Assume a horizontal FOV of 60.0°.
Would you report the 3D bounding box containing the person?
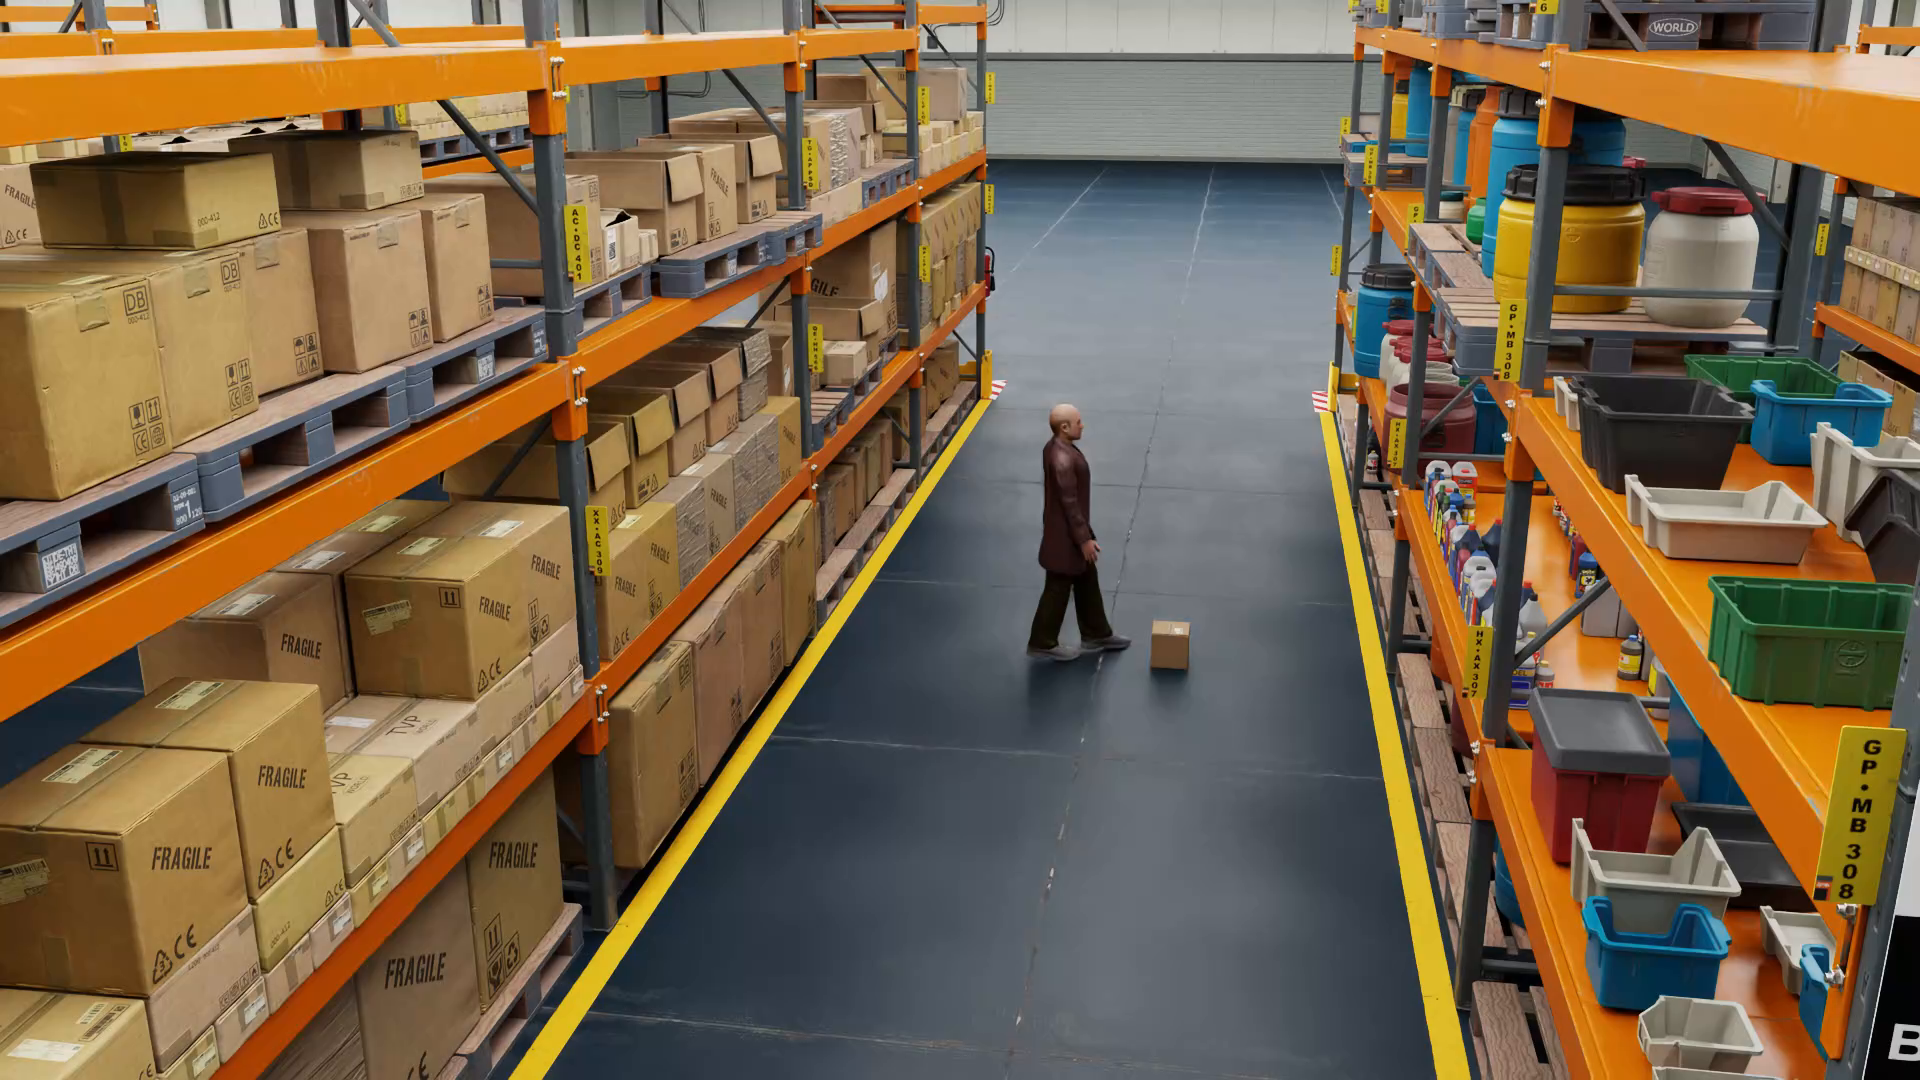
[{"bbox_3d":[0.822,-0.041,11.161,0.742,1.773,0.614,0,18,1],"label":"person"}]
